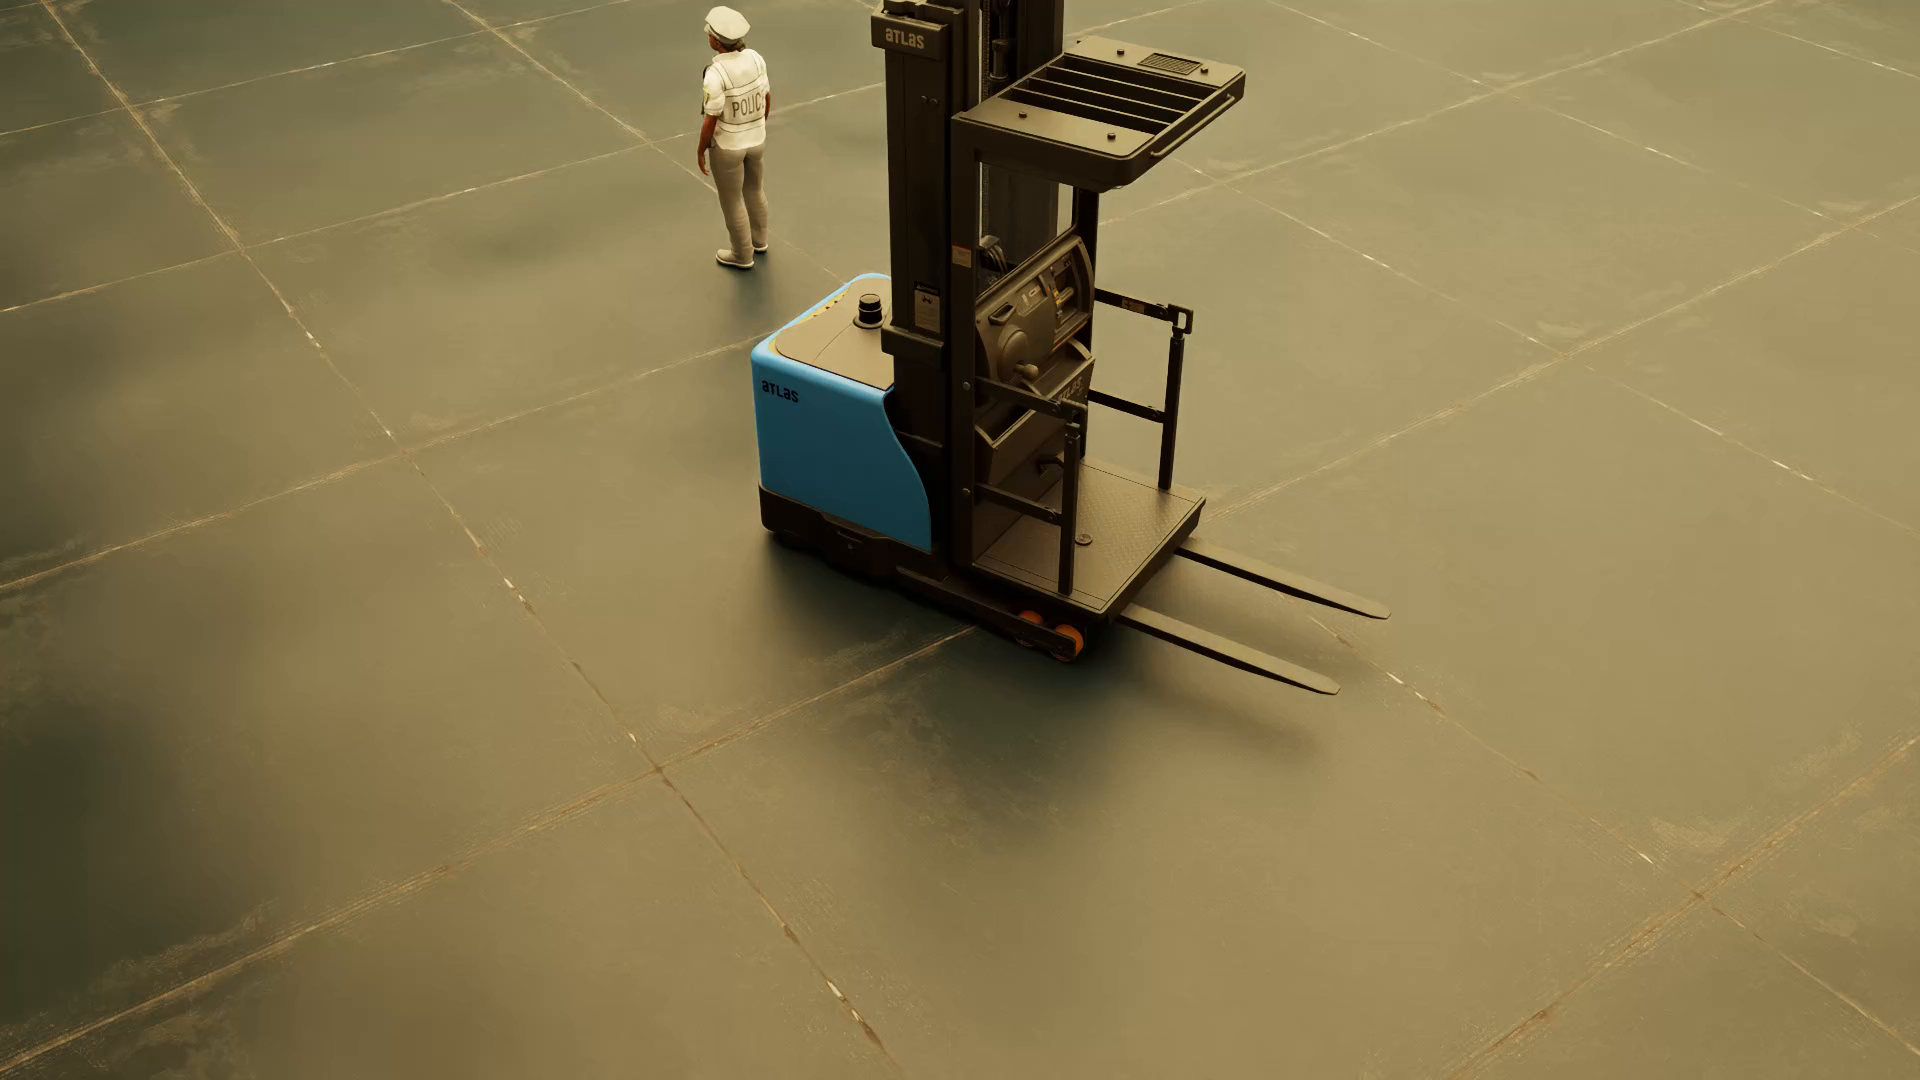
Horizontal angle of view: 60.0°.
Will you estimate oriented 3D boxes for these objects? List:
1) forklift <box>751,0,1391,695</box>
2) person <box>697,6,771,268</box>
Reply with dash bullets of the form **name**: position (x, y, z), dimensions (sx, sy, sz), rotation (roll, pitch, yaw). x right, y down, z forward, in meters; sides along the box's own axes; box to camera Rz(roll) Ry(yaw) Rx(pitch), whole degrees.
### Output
- **forklift**: position (0.514, -0.985, 7.276), dimensions (3.031, 2.935, 1.130), rotation (21, 41, 26)
- **person**: position (-1.432, -2.503, 10.358), dimensions (0.530, 1.694, 0.569), rotation (29, 45, 34)
